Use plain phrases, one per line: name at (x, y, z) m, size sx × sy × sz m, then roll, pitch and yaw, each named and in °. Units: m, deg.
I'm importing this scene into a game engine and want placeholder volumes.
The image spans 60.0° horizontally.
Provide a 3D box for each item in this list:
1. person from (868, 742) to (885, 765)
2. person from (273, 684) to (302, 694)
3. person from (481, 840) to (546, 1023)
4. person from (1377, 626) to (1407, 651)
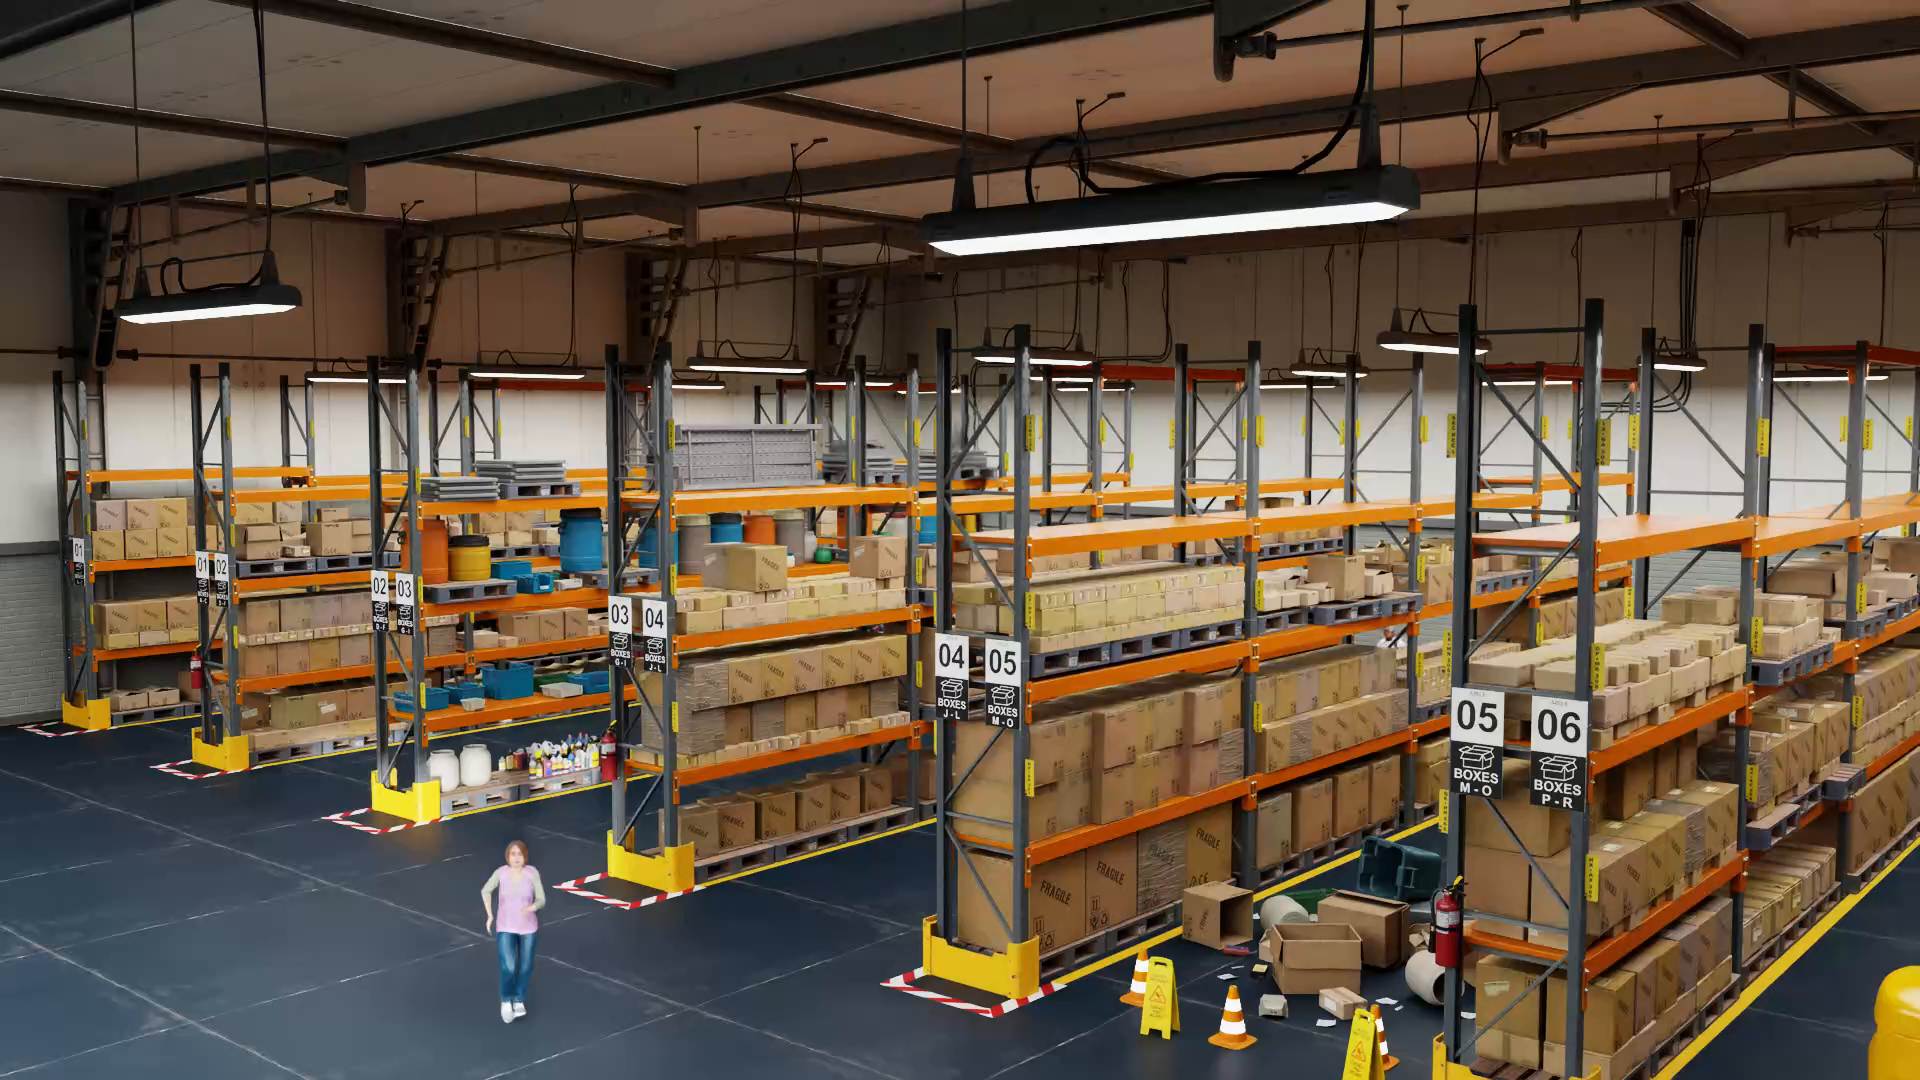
person at (-1.198, 2.557, 24.304) m, size 0.647 × 1.727 × 0.637 m, roll 2°, pitch 5°, yaw 30°
person at (-11.061, 2.347, 27.444) m, size 0.554 × 1.642 × 0.645 m, roll 2°, pitch 5°, yaw 24°
person at (-3.788, 3.338, 14.165) m, size 0.509 × 1.561 × 0.635 m, roll -2°, pitch 4°, yaw -21°
person at (7.552, 2.279, 29.051) m, size 0.639 × 1.609 × 0.617 m, roll 3°, pitch 5°, yaw 33°
